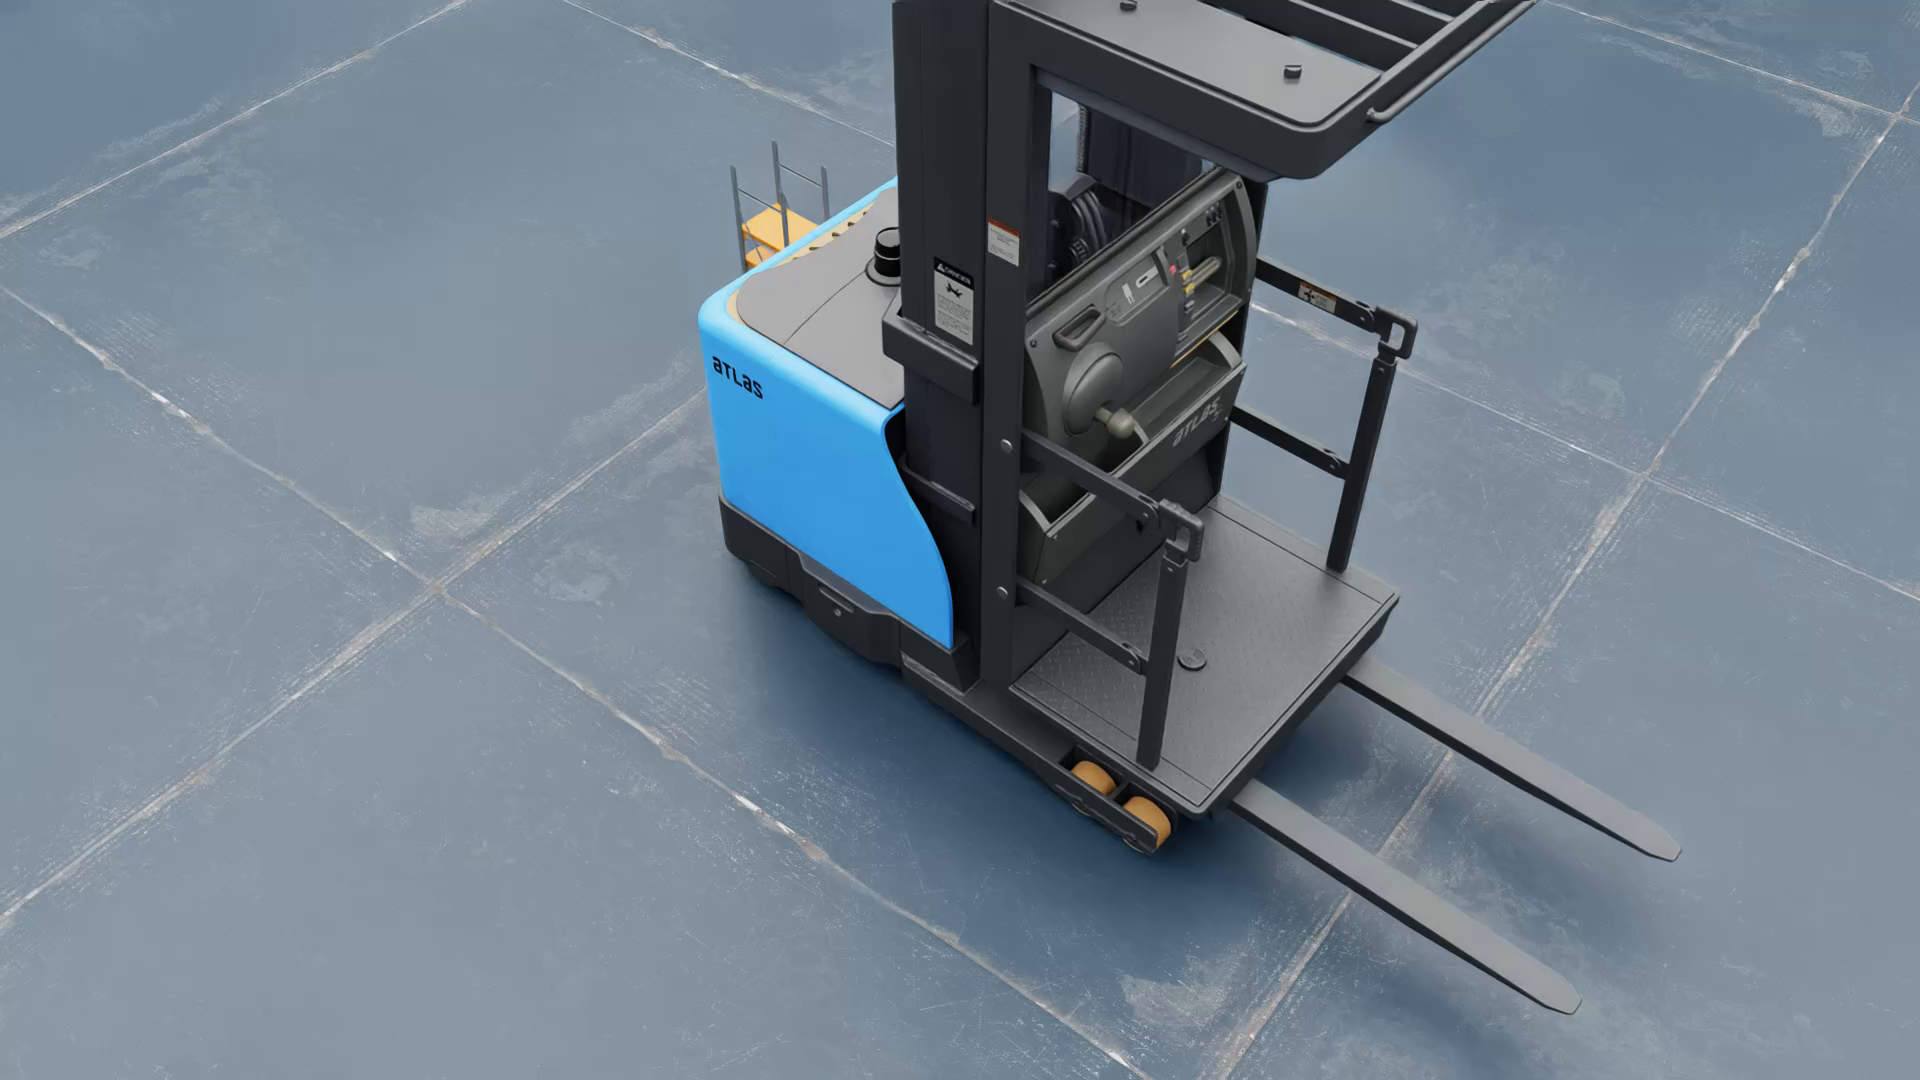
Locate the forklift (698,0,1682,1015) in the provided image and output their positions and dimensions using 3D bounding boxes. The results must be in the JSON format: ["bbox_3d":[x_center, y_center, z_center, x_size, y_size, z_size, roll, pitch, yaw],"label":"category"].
[{"bbox_3d":[0.646,-0.534,4.233,3.031,2.935,1.130,32,54,27],"label":"forklift"}]

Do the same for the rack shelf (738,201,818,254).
[{"bbox_3d":[-0.570,-0.976,5.416,0.258,0.103,0.180,32,54,27],"label":"rack shelf"}]

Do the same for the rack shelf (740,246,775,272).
[{"bbox_3d":[-0.570,-0.893,5.503,0.258,0.103,0.180,32,54,27],"label":"rack shelf"}]

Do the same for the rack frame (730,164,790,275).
[{"bbox_3d":[-0.630,-0.708,5.596,0.240,1.200,0.006,32,54,27],"label":"rack frame"}]

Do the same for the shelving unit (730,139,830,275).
[{"bbox_3d":[-0.570,-0.758,5.644,0.258,1.200,0.189,32,54,27],"label":"shelving unit"}]

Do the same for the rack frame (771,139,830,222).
[{"bbox_3d":[-0.510,-0.808,5.692,0.240,1.200,0.006,32,54,27],"label":"rack frame"}]
